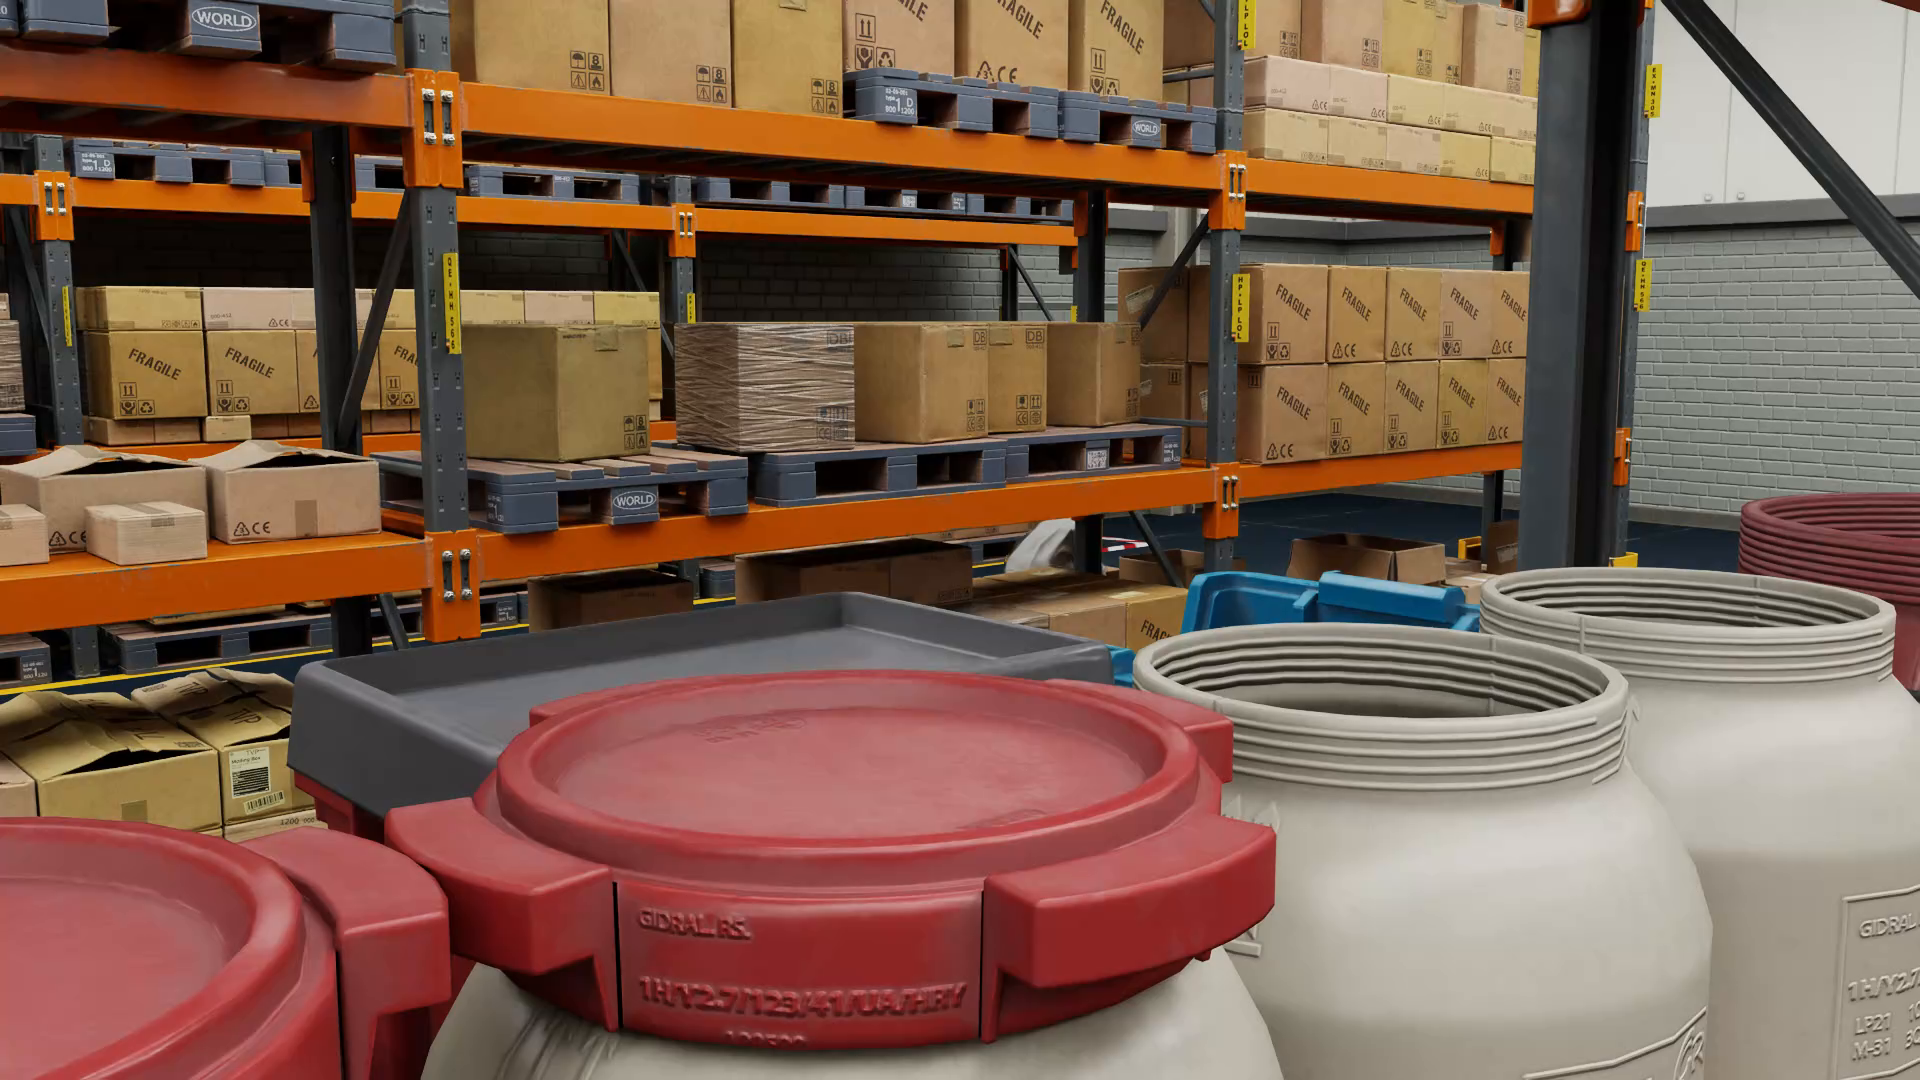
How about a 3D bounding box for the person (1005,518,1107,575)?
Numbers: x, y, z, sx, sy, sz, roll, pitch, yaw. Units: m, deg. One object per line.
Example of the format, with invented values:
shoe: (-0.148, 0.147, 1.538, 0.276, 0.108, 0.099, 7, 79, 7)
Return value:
person: (0.622, 0.213, 10.360, 0.831, 0.910, 0.420, -7, 10, -42)
